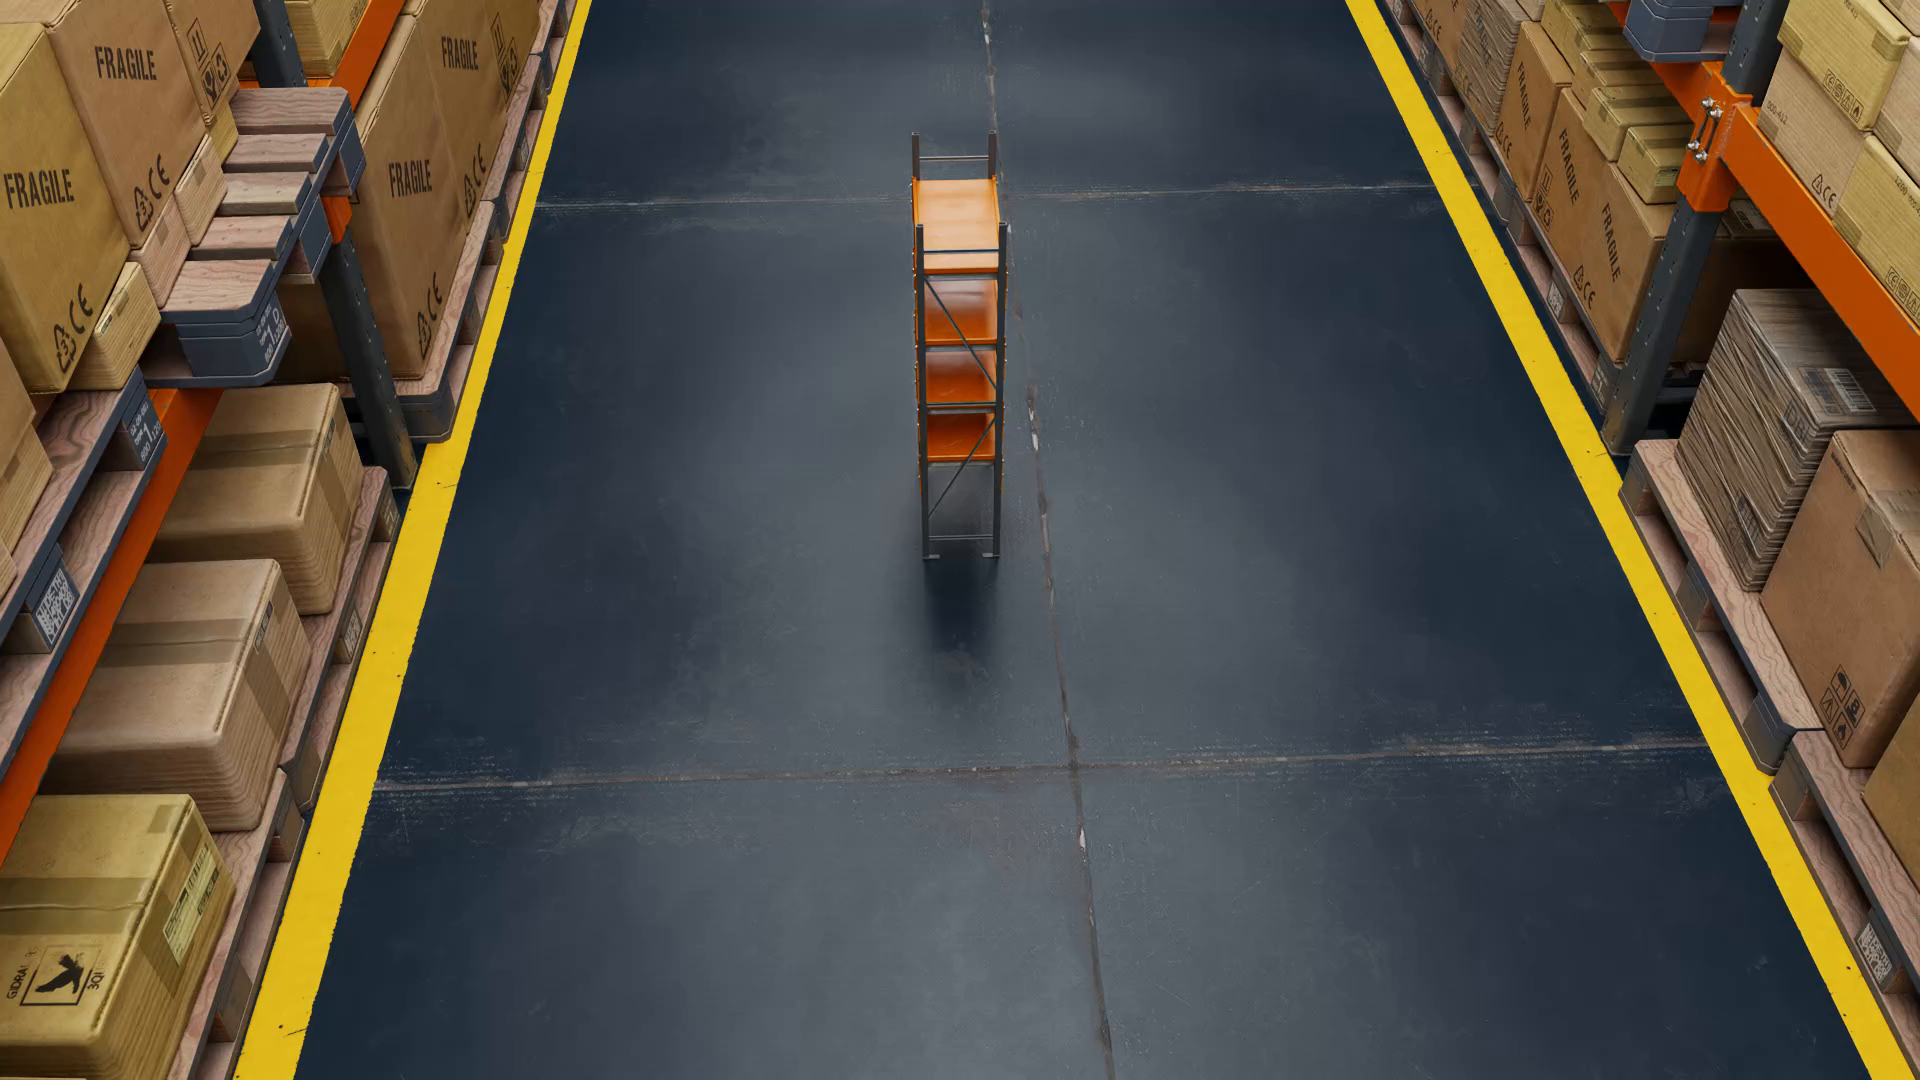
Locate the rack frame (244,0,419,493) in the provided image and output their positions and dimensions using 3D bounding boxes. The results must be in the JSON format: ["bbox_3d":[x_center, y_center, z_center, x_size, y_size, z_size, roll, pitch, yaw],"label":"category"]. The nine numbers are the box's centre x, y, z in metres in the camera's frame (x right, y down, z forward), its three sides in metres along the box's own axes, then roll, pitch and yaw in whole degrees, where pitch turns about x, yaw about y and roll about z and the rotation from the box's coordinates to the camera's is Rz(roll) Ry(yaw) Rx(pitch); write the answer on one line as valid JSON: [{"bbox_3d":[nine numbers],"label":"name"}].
[{"bbox_3d":[-2.291,-1.290,4.437,1.000,3.000,0.127,-2,43,-2],"label":"rack frame"}]

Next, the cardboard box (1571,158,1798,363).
[{"bbox_3d":[2.436,-0.947,5.602,0.500,0.500,0.500,-1,43,-1],"label":"cardboard box"}]

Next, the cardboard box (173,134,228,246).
[{"bbox_3d":[-1.903,-0.789,3.767,0.380,0.149,0.250,-2,43,-2],"label":"cardboard box"}]

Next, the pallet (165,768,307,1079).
[{"bbox_3d":[-2.210,1.088,3.907,1.003,0.211,1.213,-2,43,-2],"label":"pallet"}]

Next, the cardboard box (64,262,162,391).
[{"bbox_3d":[-1.874,-0.434,3.379,0.380,0.149,0.250,-1,43,-1],"label":"cardboard box"}]

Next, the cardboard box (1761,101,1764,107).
[{"bbox_3d":[2.973,-1.448,5.669,0.380,0.149,0.250,0,43,0],"label":"cardboard box"}]

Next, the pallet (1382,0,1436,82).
[{"bbox_3d":[2.571,-2.559,7.885,1.003,0.211,1.213,-2,43,-2],"label":"pallet"}]

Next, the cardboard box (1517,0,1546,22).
[{"bbox_3d":[2.366,-2.129,6.412,0.380,0.149,0.250,-4,43,-4],"label":"cardboard box"}]

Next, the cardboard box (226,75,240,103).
[{"bbox_3d":[-2.042,-1.137,4.146,0.380,0.149,0.250,0,43,0],"label":"cardboard box"}]

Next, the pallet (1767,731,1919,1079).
[{"bbox_3d":[2.713,0.972,4.033,1.003,0.211,1.213,-2,43,-2],"label":"pallet"}]

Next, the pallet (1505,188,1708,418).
[{"bbox_3d":[2.674,-0.912,6.088,1.003,0.211,1.213,-2,43,-2],"label":"pallet"}]

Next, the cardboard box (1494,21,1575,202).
[{"bbox_3d":[2.400,-1.639,6.357,0.500,0.500,0.500,0,43,0],"label":"cardboard box"}]

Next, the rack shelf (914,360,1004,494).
[{"bbox_3d":[-0.007,-0.358,5.146,0.258,0.148,0.480,-2,43,-2],"label":"rack shelf"}]

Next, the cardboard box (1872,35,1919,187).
[{"bbox_3d":[2.463,-0.919,3.774,0.500,0.250,0.500,0,43,0],"label":"cardboard box"}]

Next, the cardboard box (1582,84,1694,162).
[{"bbox_3d":[2.352,-1.416,5.635,0.380,0.149,0.250,-4,43,-4],"label":"cardboard box"}]

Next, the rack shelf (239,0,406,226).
[{"bbox_3d":[-2.376,-2.375,6.153,1.077,0.370,4.000,-2,43,-2],"label":"rack shelf"}]

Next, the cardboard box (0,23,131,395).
[{"bbox_3d":[-1.938,-0.603,3.082,0.500,0.500,0.500,-4,43,-5],"label":"cardboard box"}]

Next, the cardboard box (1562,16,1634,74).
[{"bbox_3d":[2.419,-1.775,6.026,0.380,0.149,0.250,0,43,-1],"label":"cardboard box"}]

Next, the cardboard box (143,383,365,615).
[{"bbox_3d":[-2.277,-0.094,4.766,0.950,0.372,0.625,-4,43,-5],"label":"cardboard box"}]

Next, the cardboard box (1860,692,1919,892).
[{"bbox_3d":[2.745,0.603,3.819,0.875,0.625,0.625,-3,43,-4],"label":"cardboard box"}]

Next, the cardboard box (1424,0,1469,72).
[{"bbox_3d":[2.343,-2.339,7.121,0.500,0.500,0.500,-3,43,-3],"label":"cardboard box"}]

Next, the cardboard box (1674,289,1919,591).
[{"bbox_3d":[2.681,-0.292,4.796,0.875,0.625,0.625,0,43,0],"label":"cardboard box"}]

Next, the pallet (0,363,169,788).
[{"bbox_3d":[-2.166,0.116,3.045,1.003,0.211,1.213,-2,43,-2],"label":"pallet"}]

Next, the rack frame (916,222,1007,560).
[{"bbox_3d":[0.003,-0.389,4.787,0.240,1.200,0.015,-2,43,-2],"label":"rack frame"}]

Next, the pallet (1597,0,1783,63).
[{"bbox_3d":[2.569,-1.819,5.157,1.213,0.211,1.003,-2,43,-2],"label":"pallet"}]

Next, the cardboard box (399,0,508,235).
[{"bbox_3d":[-2.271,-1.732,6.181,0.875,0.875,0.875,-1,43,-1],"label":"cardboard box"}]

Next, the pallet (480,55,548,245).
[{"bbox_3d":[-2.298,-1.618,6.859,1.003,0.211,1.213,-2,43,-2],"label":"pallet"}]

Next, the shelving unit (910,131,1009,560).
[{"bbox_3d":[-0.007,-0.554,4.967,0.258,1.200,0.503,-2,43,-2],"label":"shelving unit"}]

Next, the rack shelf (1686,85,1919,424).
[{"bbox_3d":[2.753,0.181,3.365,1.077,0.370,4.000,-2,43,-2],"label":"rack shelf"}]

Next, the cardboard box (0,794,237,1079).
[{"bbox_3d":[-2.211,0.916,3.665,0.950,0.372,0.625,0,43,0],"label":"cardboard box"}]

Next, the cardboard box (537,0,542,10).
[{"bbox_3d":[-2.354,-2.945,7.505,0.875,0.875,0.875,0,43,0],"label":"cardboard box"}]

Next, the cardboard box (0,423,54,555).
[{"bbox_3d":[-1.897,-0.093,3.007,0.380,0.149,0.250,-3,43,-3],"label":"cardboard box"}]

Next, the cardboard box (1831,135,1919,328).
[{"bbox_3d":[2.459,-0.733,3.941,0.500,0.250,0.500,-2,43,-3],"label":"cardboard box"}]

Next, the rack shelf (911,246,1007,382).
[{"bbox_3d":[-0.007,-0.669,4.861,0.258,0.148,0.480,-2,43,-2],"label":"rack shelf"}]

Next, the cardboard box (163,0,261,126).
[{"bbox_3d":[-1.994,-1.292,3.835,0.500,0.500,0.500,-3,43,-3],"label":"cardboard box"}]
